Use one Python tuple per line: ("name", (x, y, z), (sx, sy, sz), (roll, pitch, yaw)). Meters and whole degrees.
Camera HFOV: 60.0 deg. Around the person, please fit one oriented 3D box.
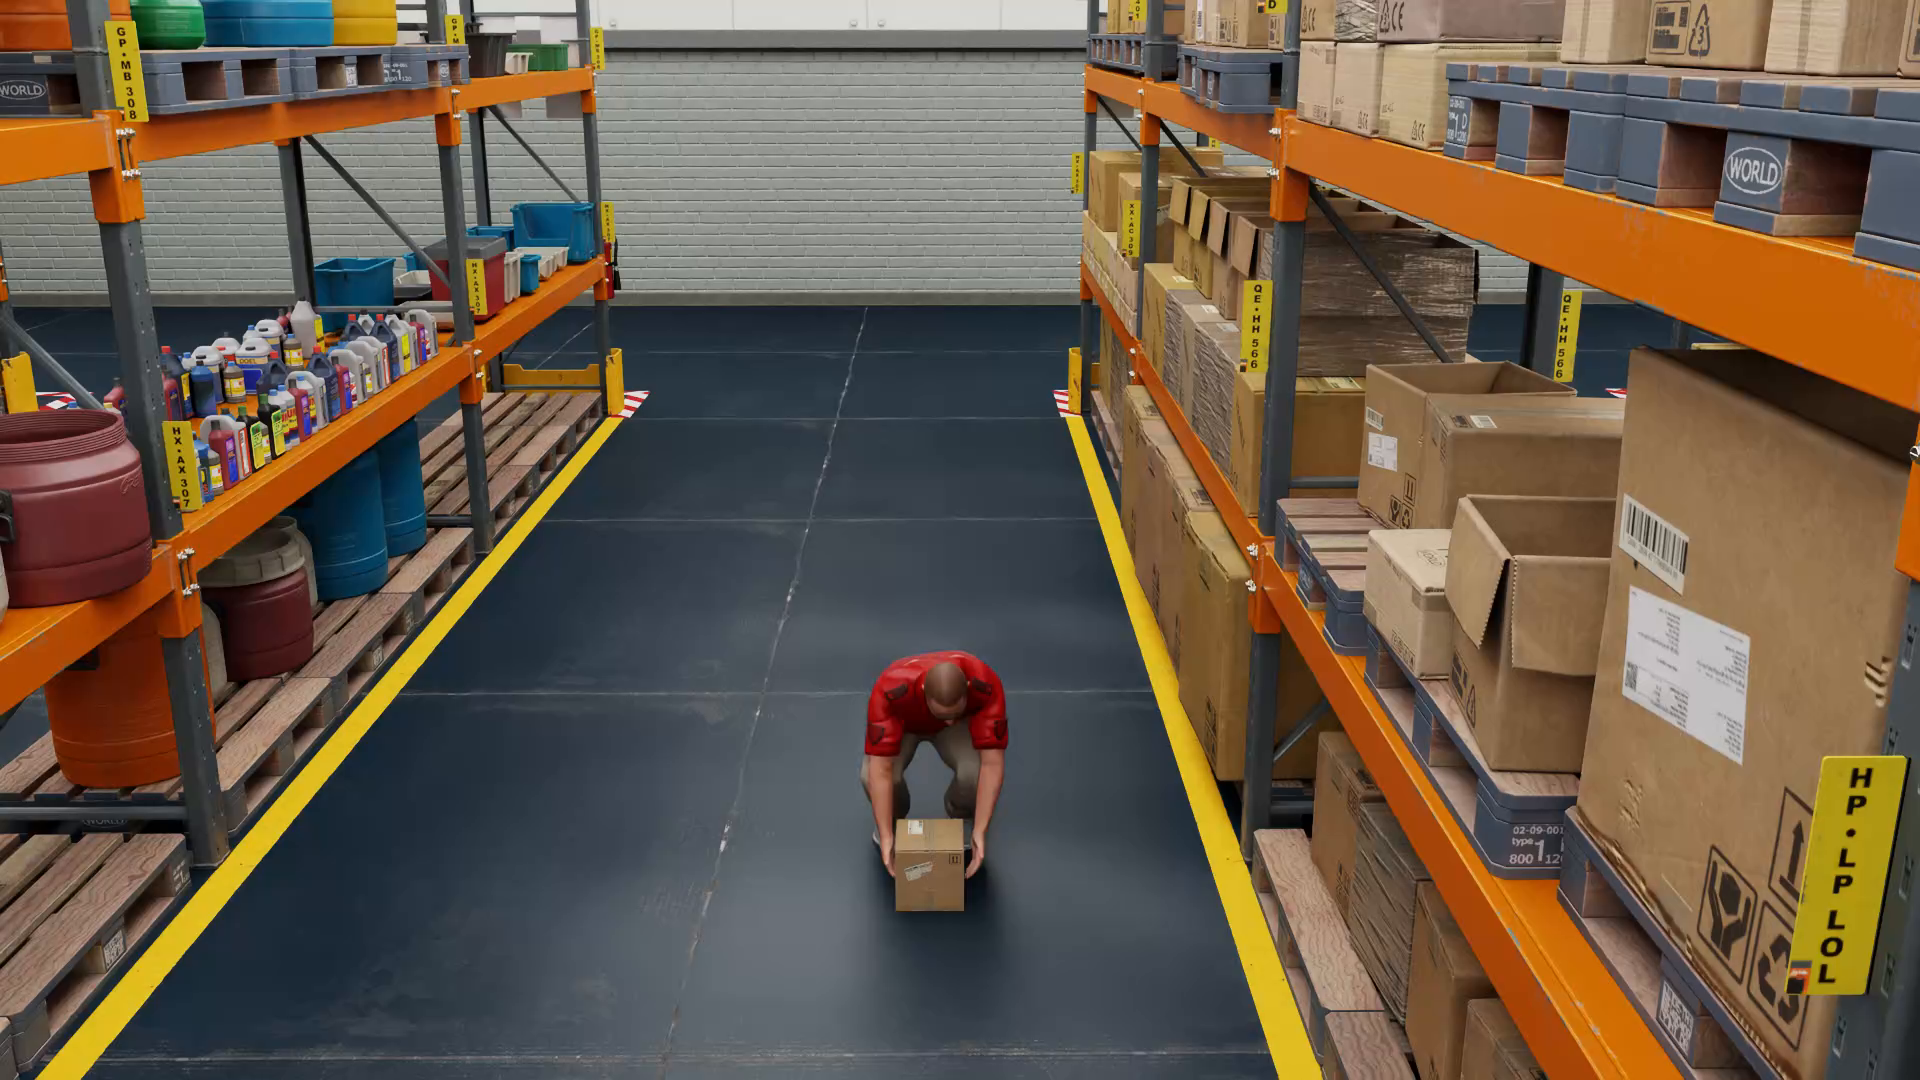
("person", (-0.103, 0.786, 6.408), (0.566, 0.915, 0.880), (0, 17, -1))
